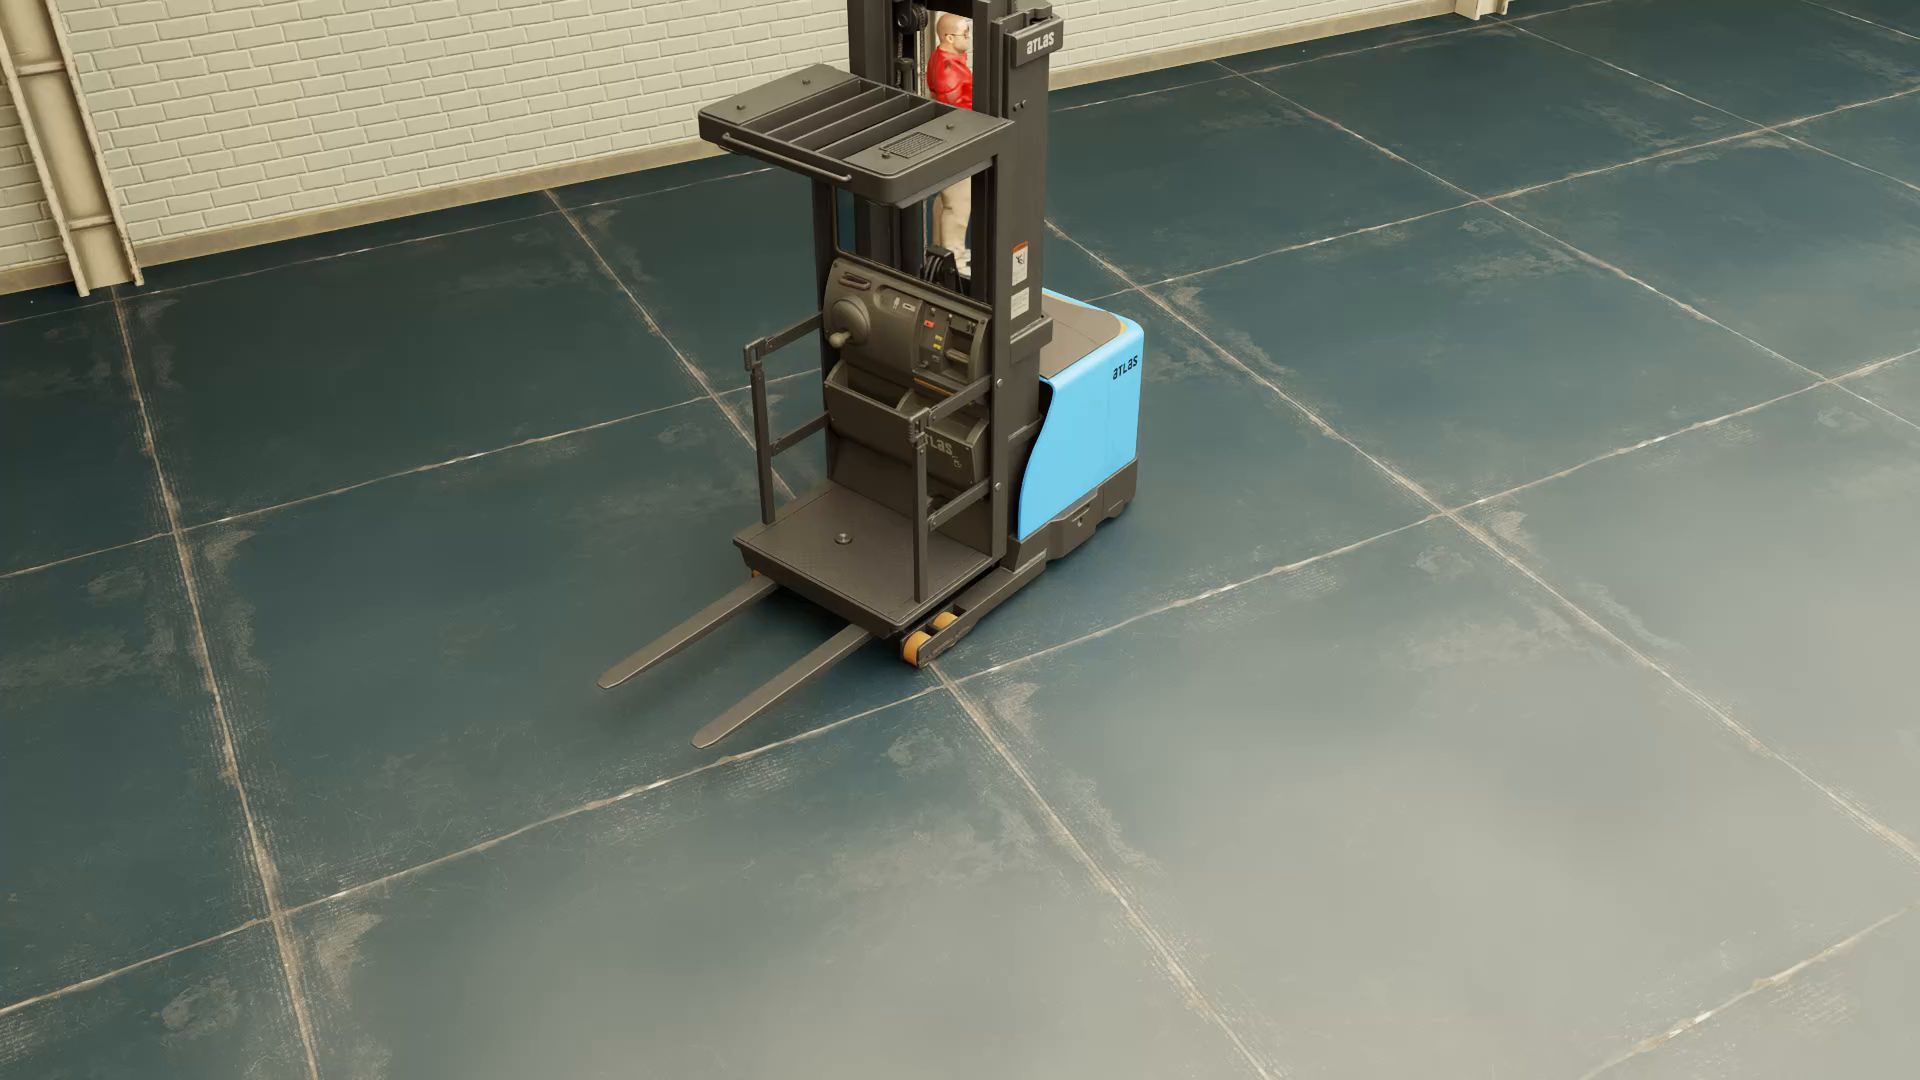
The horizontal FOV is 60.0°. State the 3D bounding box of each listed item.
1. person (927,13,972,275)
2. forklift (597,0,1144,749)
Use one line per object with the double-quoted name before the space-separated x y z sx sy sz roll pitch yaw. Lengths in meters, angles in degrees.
"person" -0.019 -2.544 10.765 0.369 1.730 0.525 -6 36 -8
"forklift" -0.390 -0.927 7.434 1.130 2.935 3.031 26 43 31
